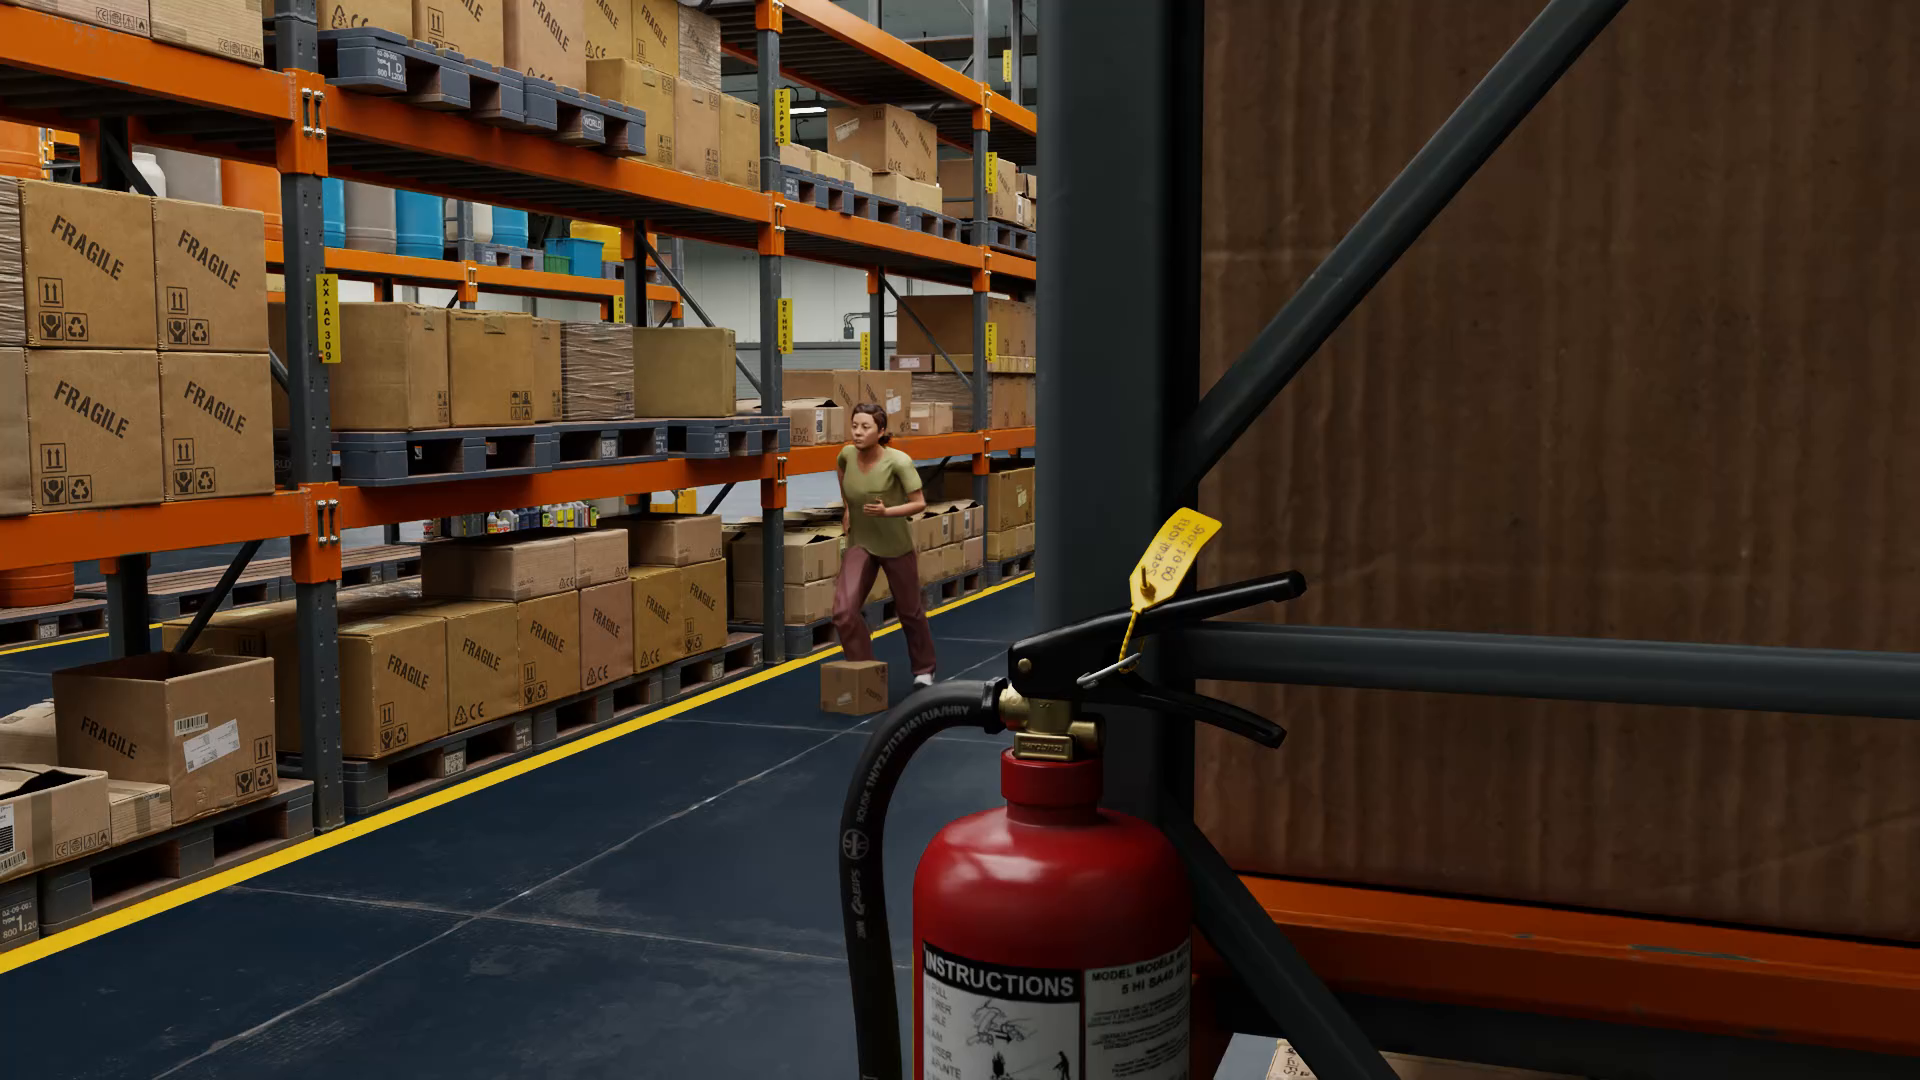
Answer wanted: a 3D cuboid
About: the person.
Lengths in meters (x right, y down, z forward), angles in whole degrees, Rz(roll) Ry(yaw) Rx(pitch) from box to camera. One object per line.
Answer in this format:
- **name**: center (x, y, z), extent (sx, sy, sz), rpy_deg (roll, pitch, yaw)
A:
- **person**: center (-0.413, 0.070, 8.834), extent (0.571, 1.600, 0.913), rpy_deg (1, 5, 15)
